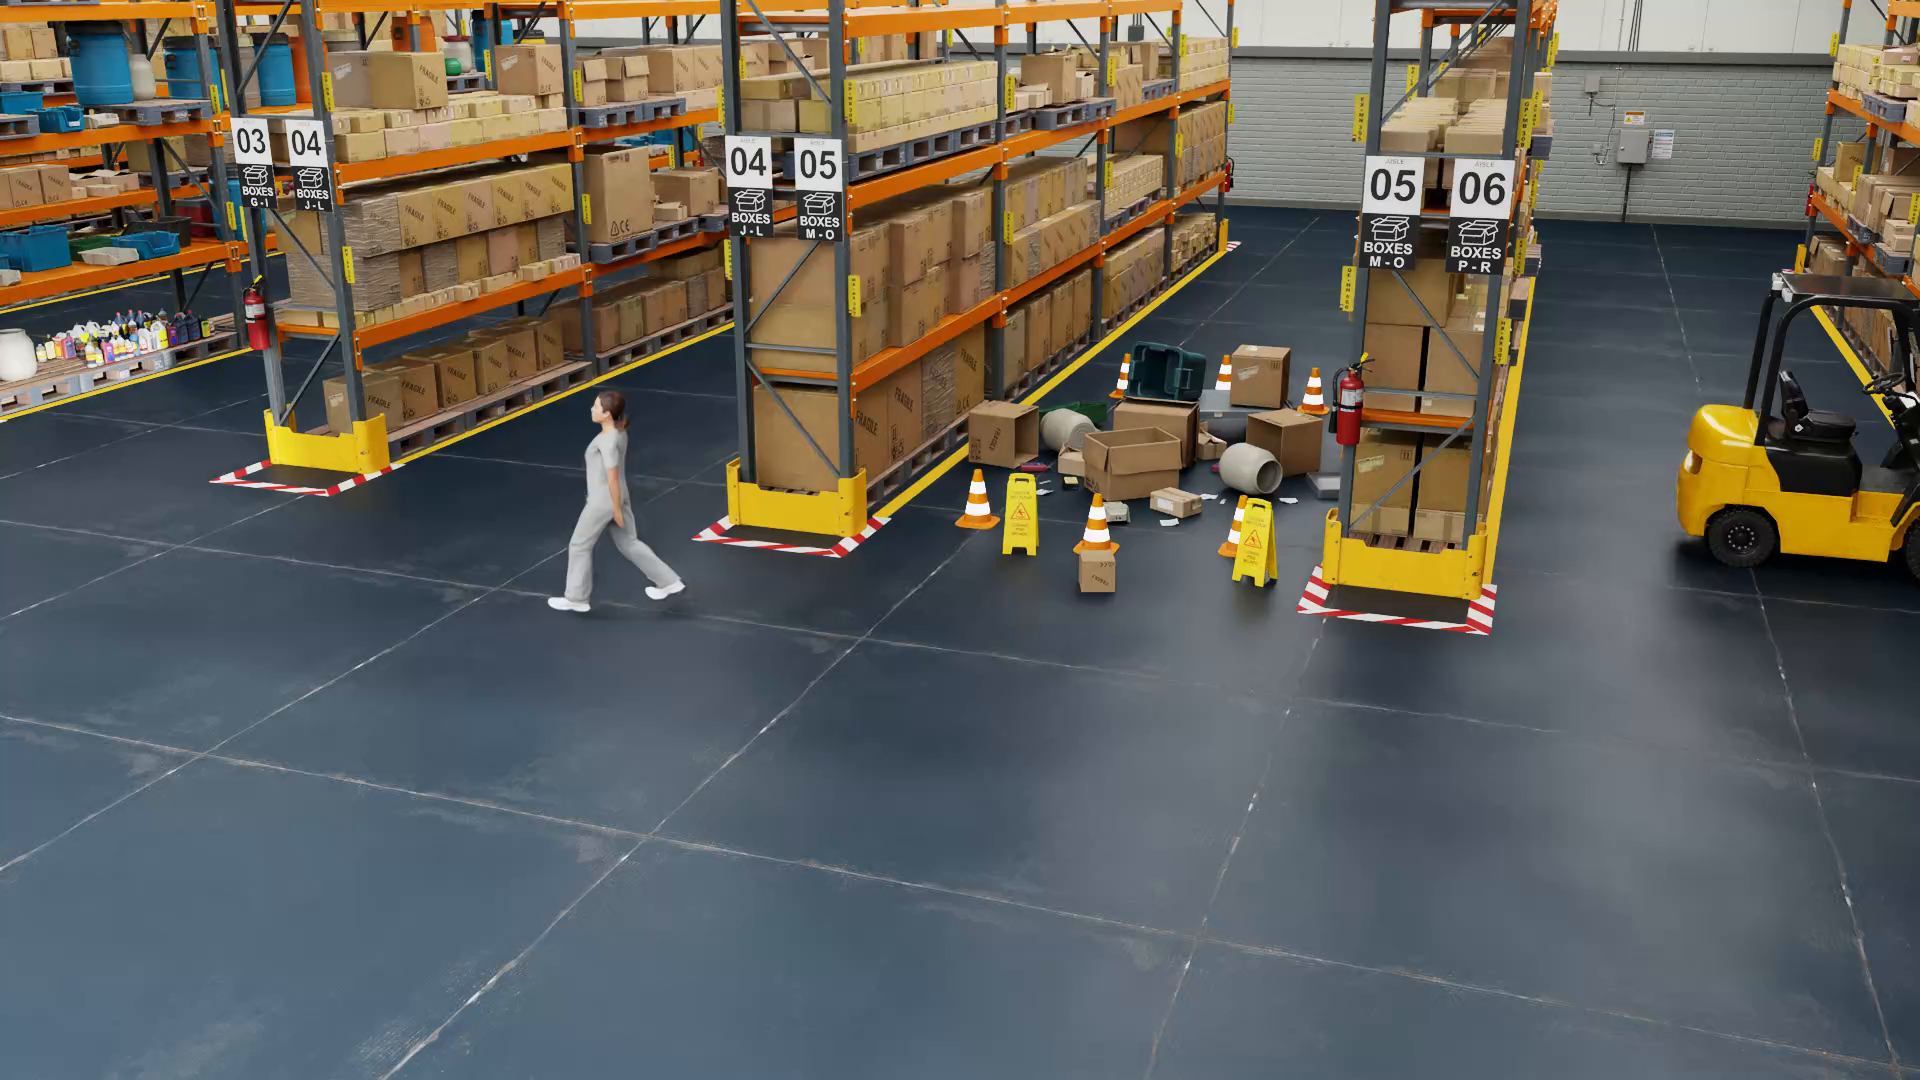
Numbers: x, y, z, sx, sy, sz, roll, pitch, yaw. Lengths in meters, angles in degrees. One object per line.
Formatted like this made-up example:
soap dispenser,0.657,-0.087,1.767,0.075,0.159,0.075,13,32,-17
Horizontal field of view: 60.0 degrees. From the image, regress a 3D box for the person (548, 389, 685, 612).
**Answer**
person,-2.496,-0.281,11.893,0.983,1.626,0.446,2,19,5
